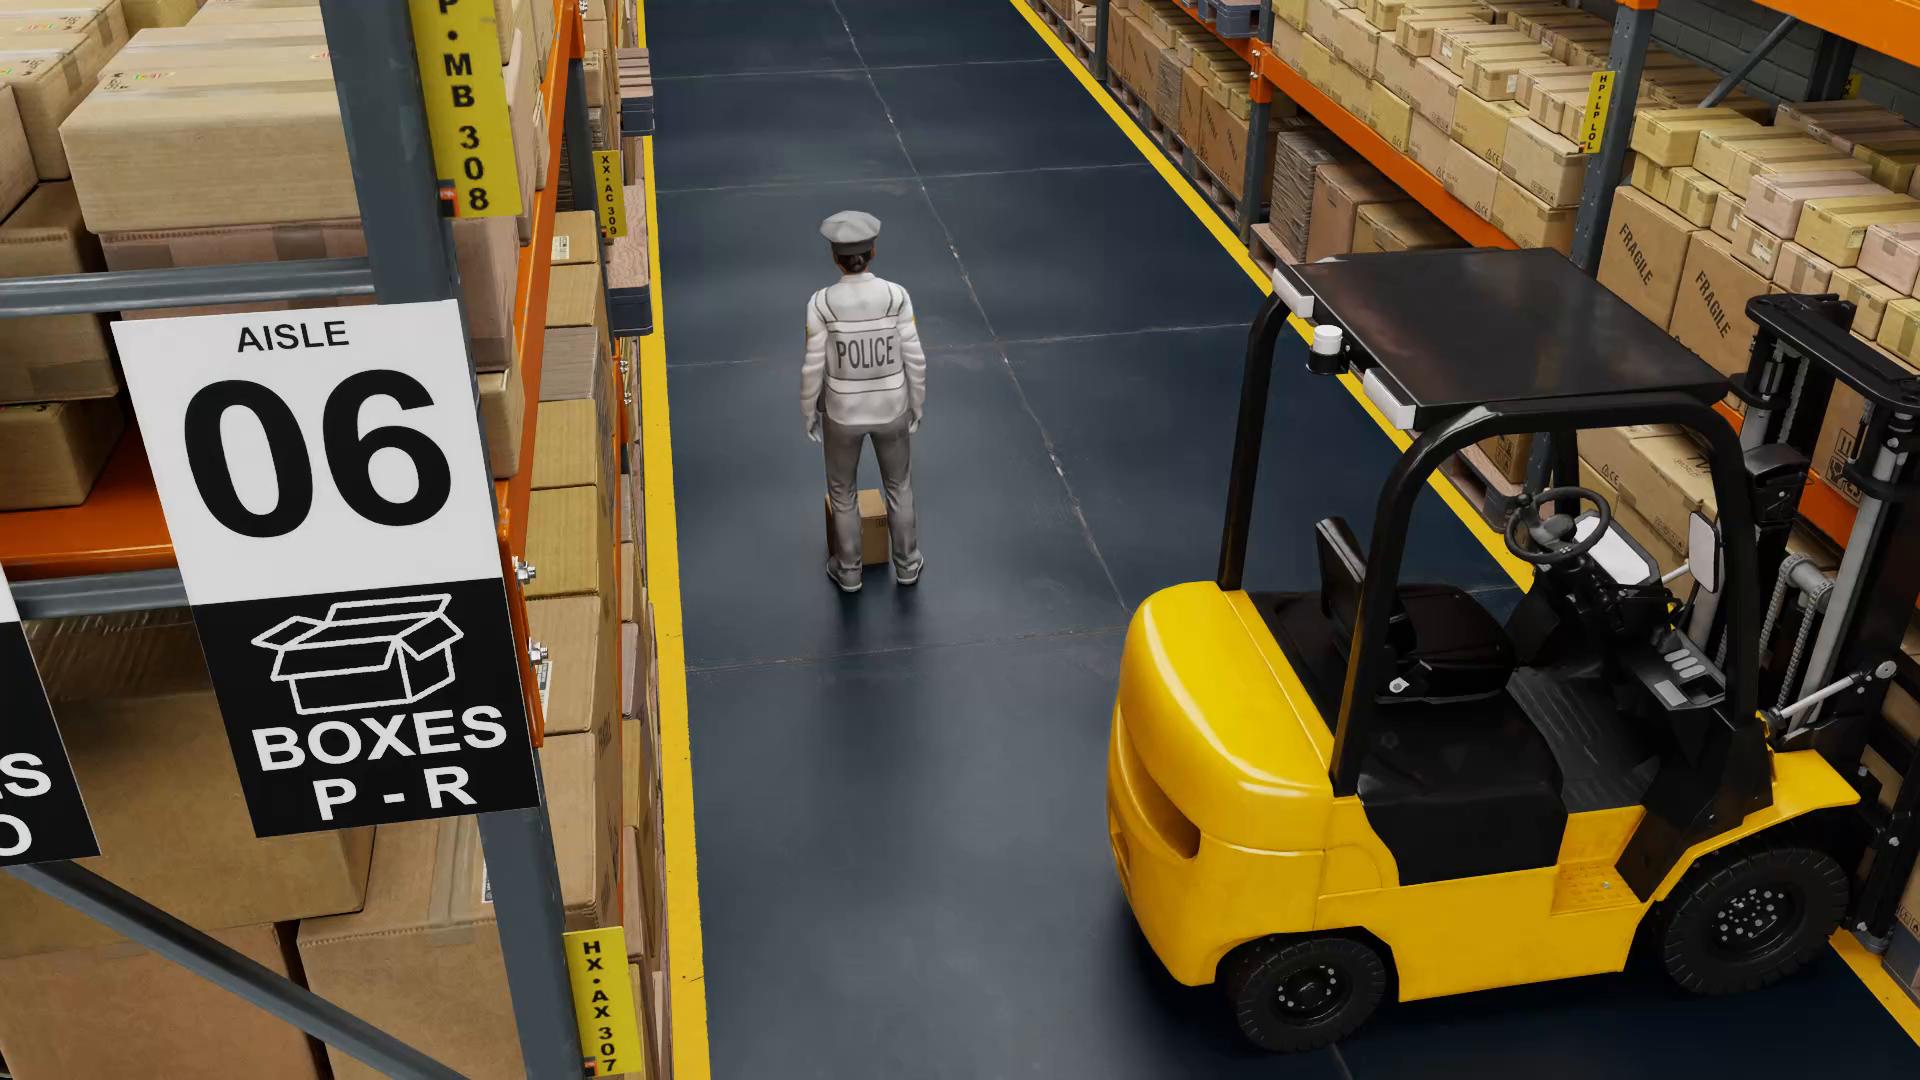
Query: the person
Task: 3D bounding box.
[{"bbox_3d":[-0.407,-0.544,7.038,0.530,1.663,0.377,-6,31,-10],"label":"person"}]
